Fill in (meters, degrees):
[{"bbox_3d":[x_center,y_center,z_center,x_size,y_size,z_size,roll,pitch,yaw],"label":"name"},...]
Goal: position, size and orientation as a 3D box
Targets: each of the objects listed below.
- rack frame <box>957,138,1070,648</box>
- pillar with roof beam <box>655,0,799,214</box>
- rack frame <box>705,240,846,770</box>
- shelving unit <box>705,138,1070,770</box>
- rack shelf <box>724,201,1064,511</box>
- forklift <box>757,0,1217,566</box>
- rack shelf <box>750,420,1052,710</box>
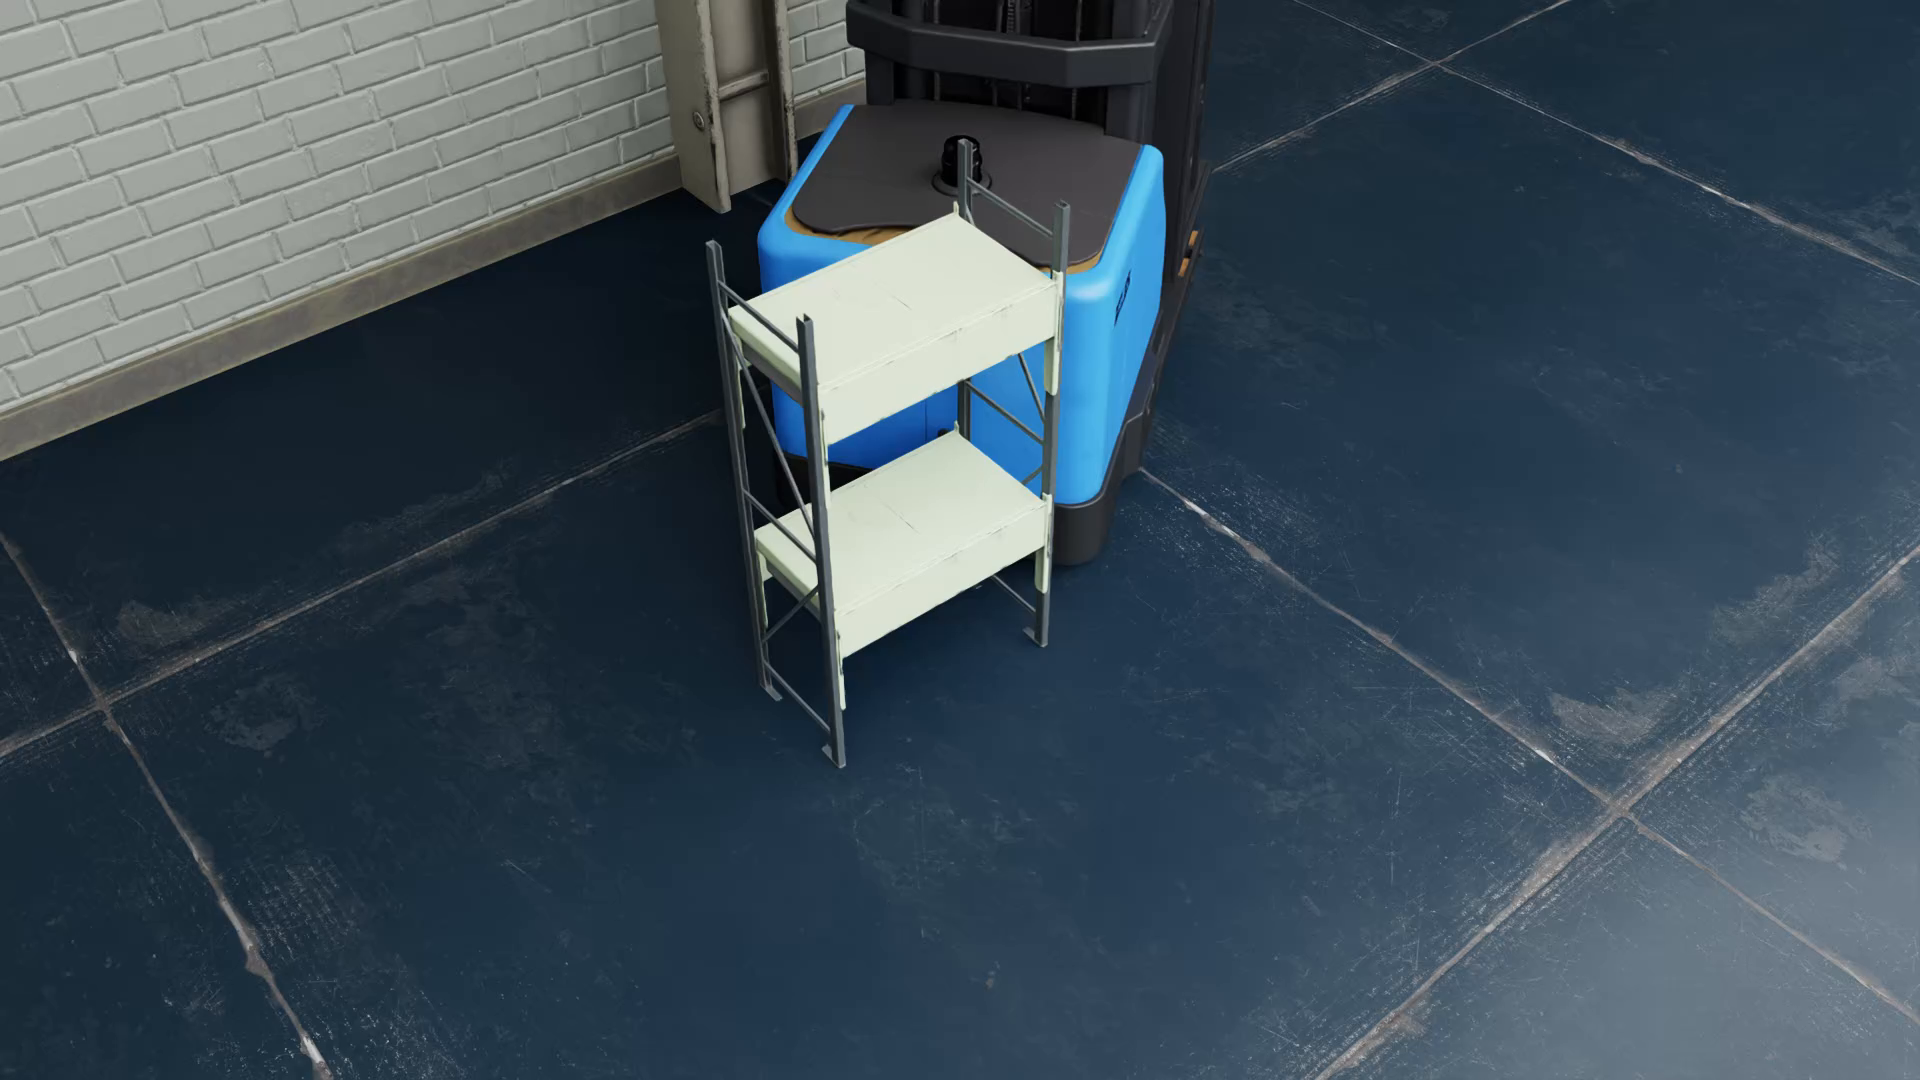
[{"bbox_3d":[0.126,-0.338,4.514,0.023,1.500,0.400,-29,50,-27],"label":"rack frame"},{"bbox_3d":[1.859,-2.487,1.325,0.400,9.000,9.100,-30,51,-28],"label":"pillar with roof beam"},{"bbox_3d":[-0.447,-0.026,4.182,0.023,1.500,0.400,-29,50,-27],"label":"rack frame"},{"bbox_3d":[-0.161,-0.182,4.348,0.755,1.500,0.431,-29,50,-27],"label":"shelving unit"},{"bbox_3d":[-0.161,-0.466,4.081,0.720,0.370,0.431,-29,50,-27],"label":"rack shelf"},{"bbox_3d":[0.301,-2.015,5.254,1.130,2.935,3.031,11,44,11],"label":"forklift"},{"bbox_3d":[-0.161,0.056,4.571,0.720,0.370,0.431,-29,50,-27],"label":"rack shelf"}]
